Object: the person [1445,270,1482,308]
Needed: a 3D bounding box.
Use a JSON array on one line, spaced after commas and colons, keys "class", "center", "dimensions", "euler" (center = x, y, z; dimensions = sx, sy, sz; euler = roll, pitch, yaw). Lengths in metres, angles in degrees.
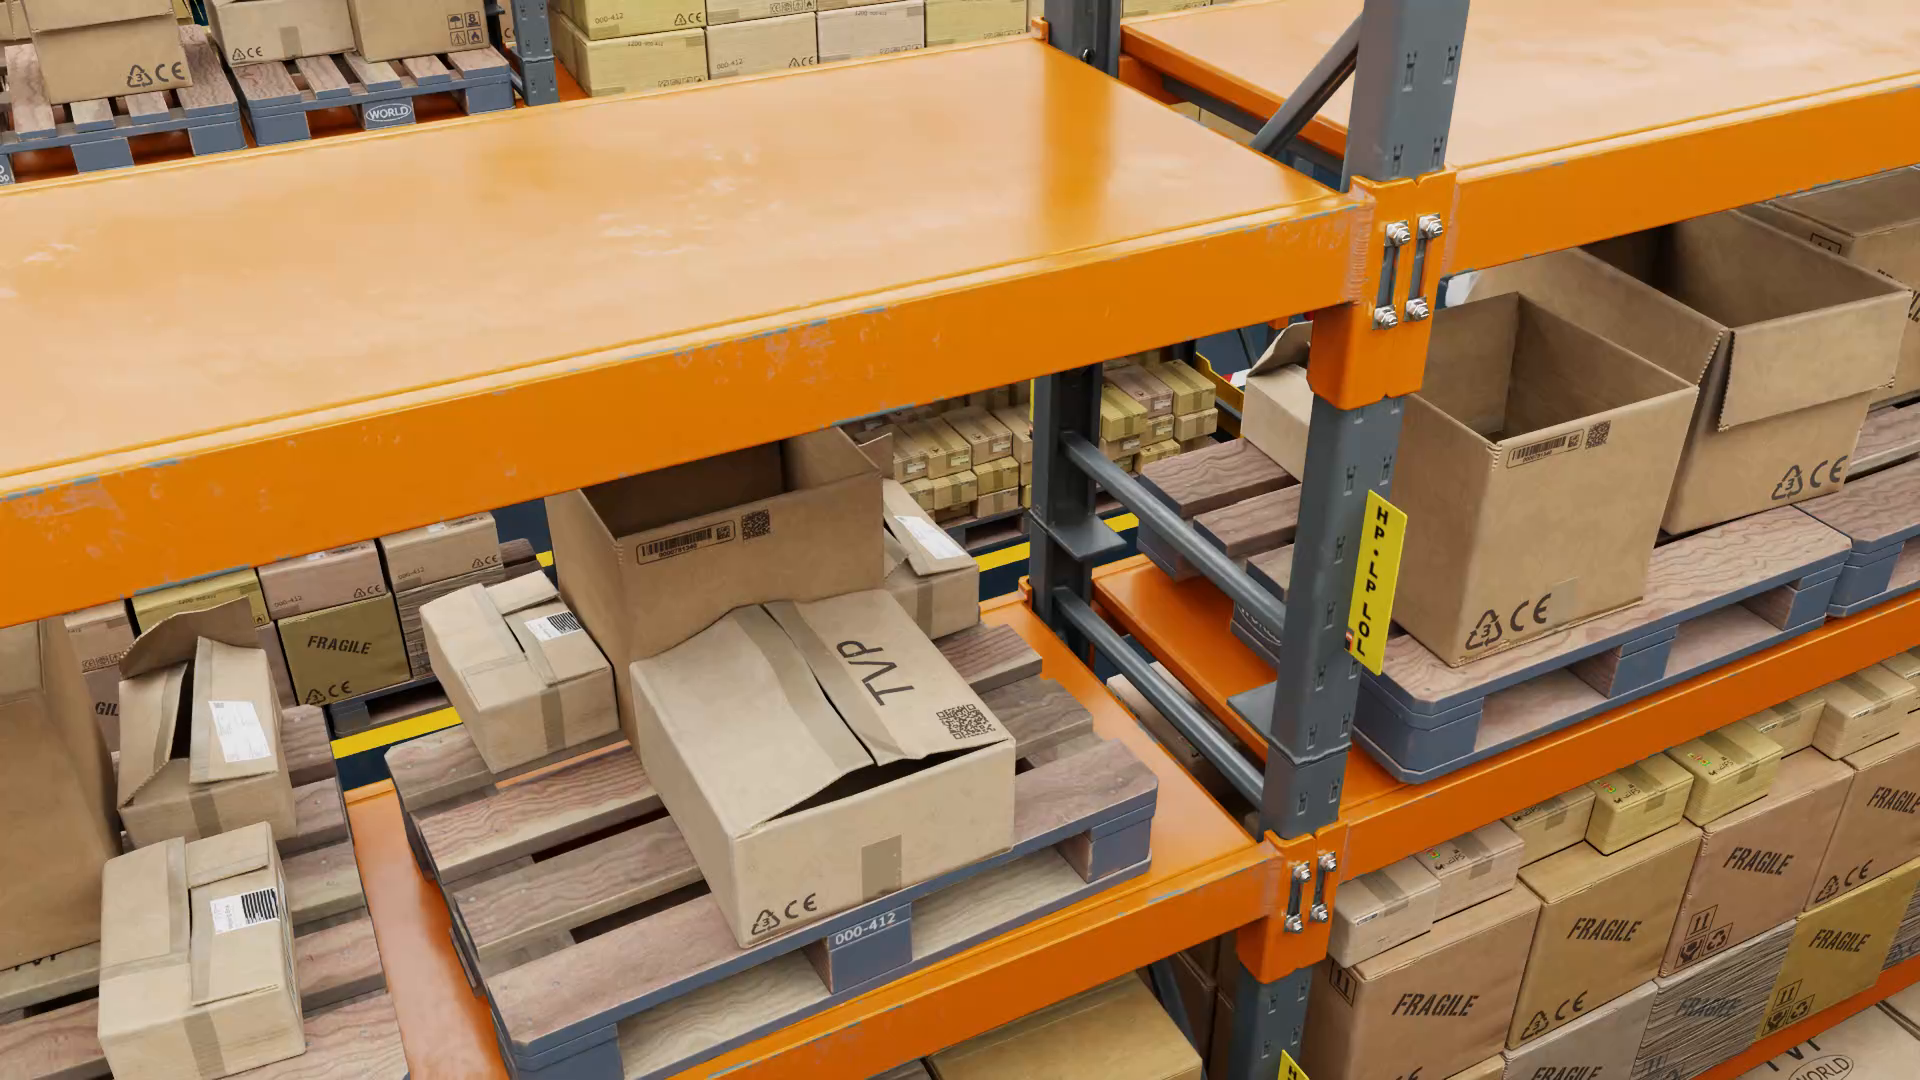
[{"class": "person", "center": [3.119, -1.357, 9.739], "dimensions": [0.659, 1.710, 1.081], "euler": [2, 33, 3]}]
